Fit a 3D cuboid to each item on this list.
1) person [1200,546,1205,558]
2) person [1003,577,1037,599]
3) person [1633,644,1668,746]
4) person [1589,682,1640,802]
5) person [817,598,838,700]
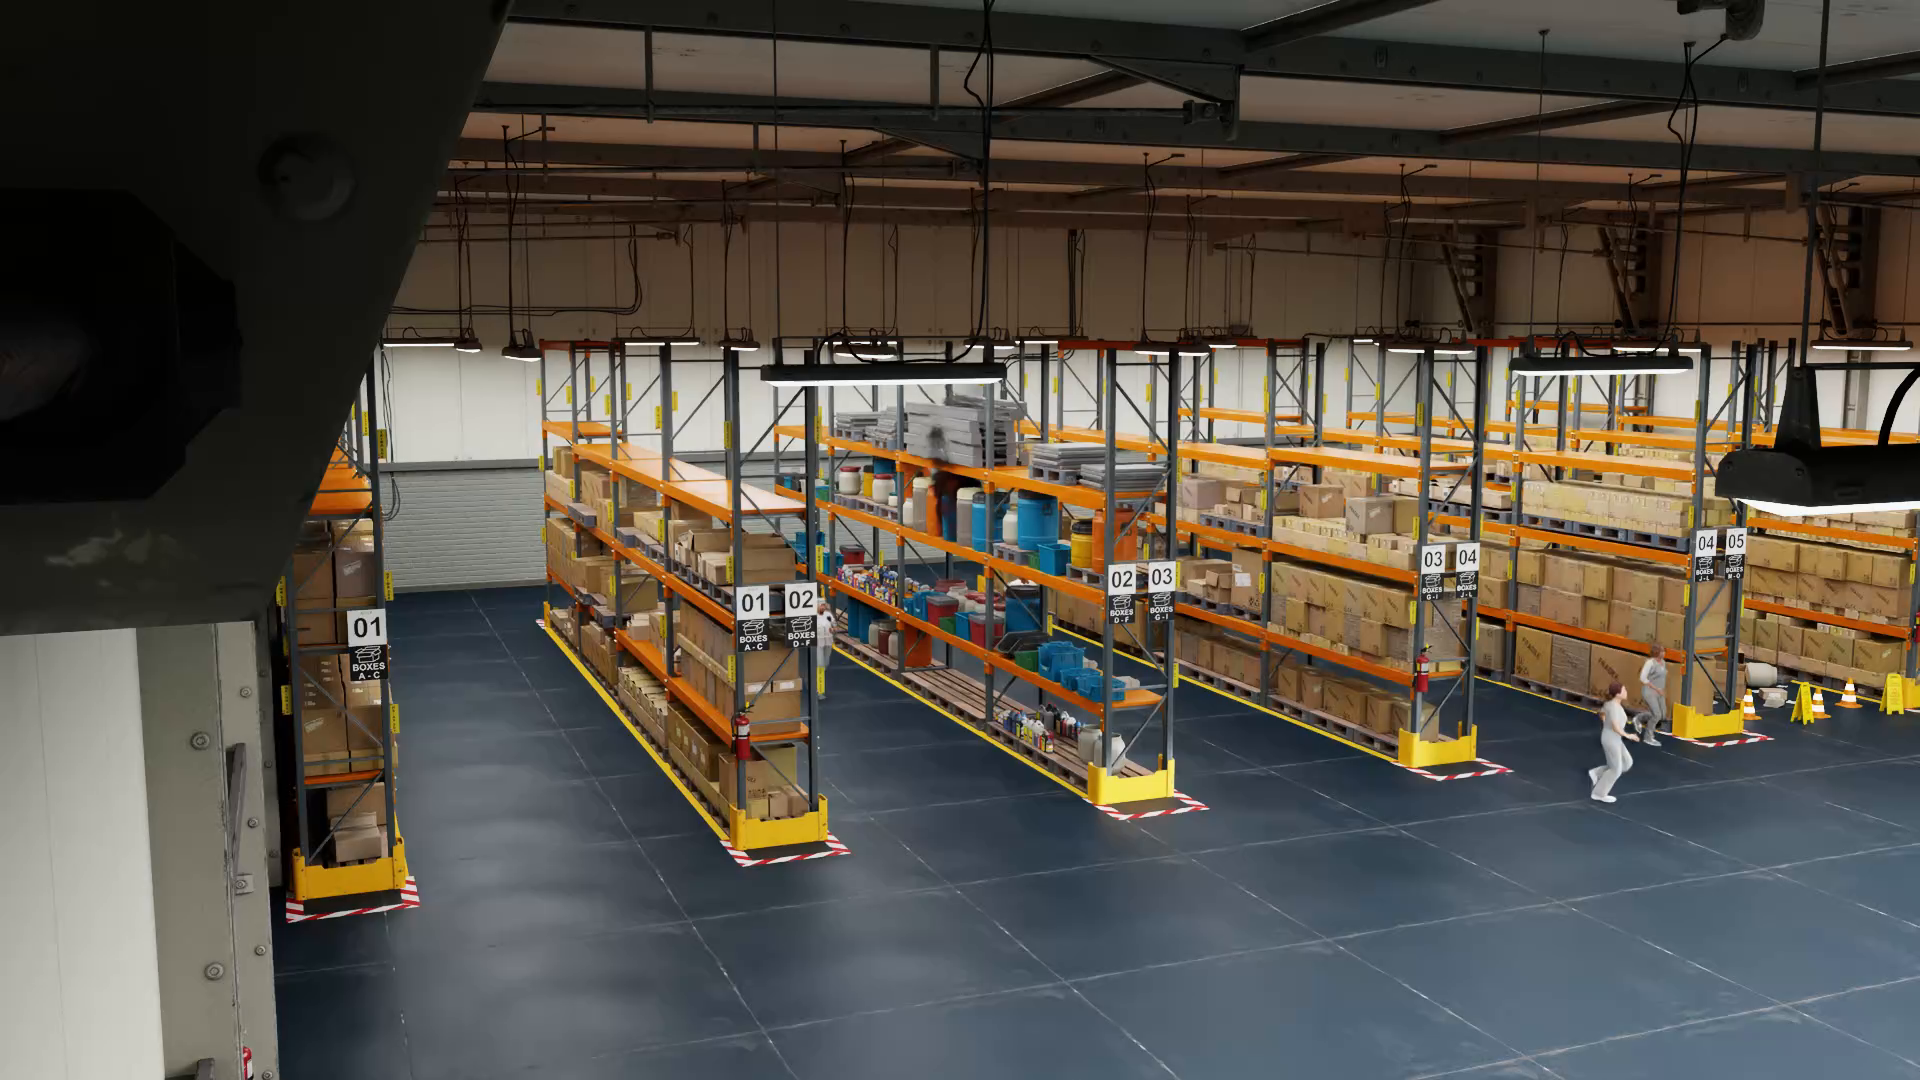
[{"bbox_3d":[5.045,0.905,35.647,0.628,1.616,0.583,-4,8,-27],"label":"person"},{"bbox_3d":[1.224,1.349,31.551,0.710,1.747,0.968,-4,8,-29],"label":"person"},{"bbox_3d":[10.437,2.319,25.119,0.545,1.559,0.576,-5,9,-36],"label":"person"},{"bbox_3d":[8.684,2.673,22.053,0.595,1.622,0.548,2,8,17],"label":"person"},{"bbox_3d":[-2.377,1.833,28.326,0.580,1.728,0.751,-5,9,-33],"label":"person"}]
